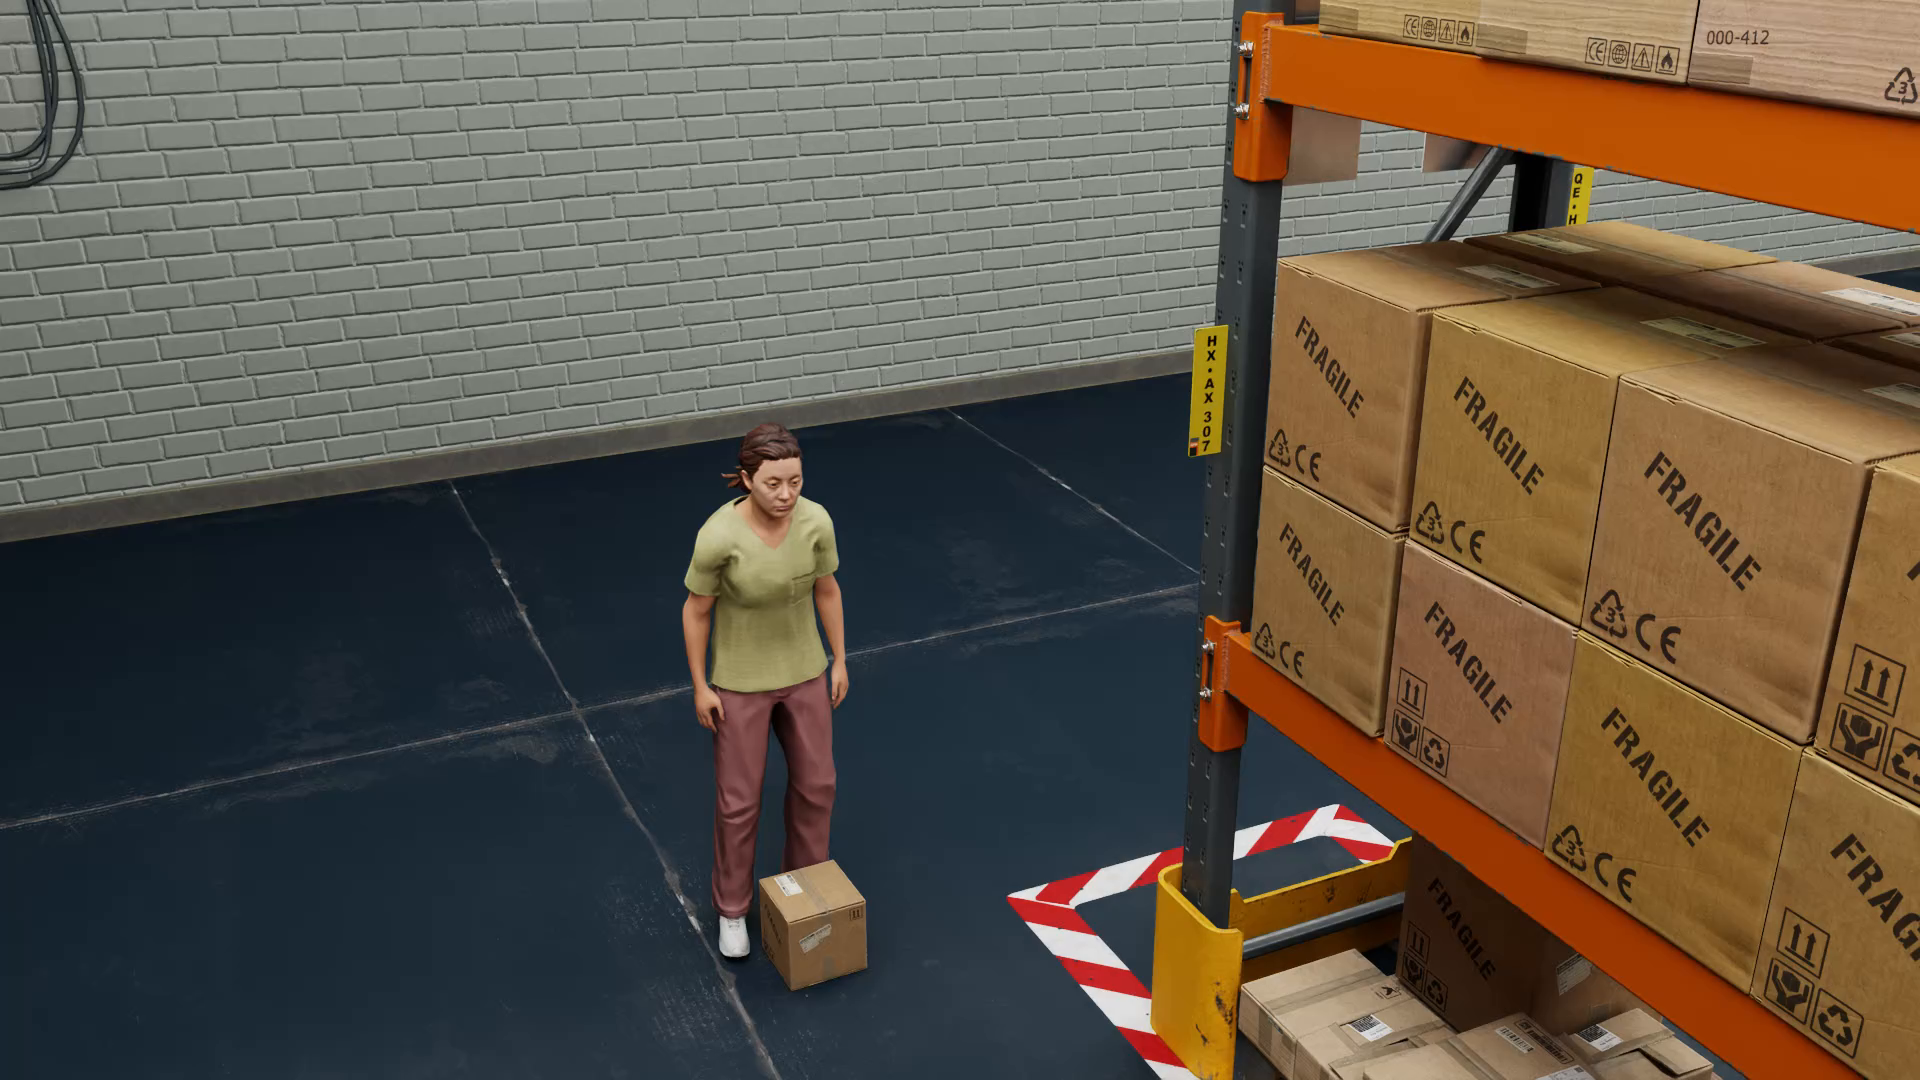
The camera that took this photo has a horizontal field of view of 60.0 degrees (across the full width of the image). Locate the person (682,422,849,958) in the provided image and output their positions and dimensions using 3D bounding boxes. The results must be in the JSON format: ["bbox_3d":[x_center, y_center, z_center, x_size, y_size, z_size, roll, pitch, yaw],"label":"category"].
[{"bbox_3d":[-0.566,0.436,5.025,0.499,1.673,0.356,-10,24,-23],"label":"person"}]
